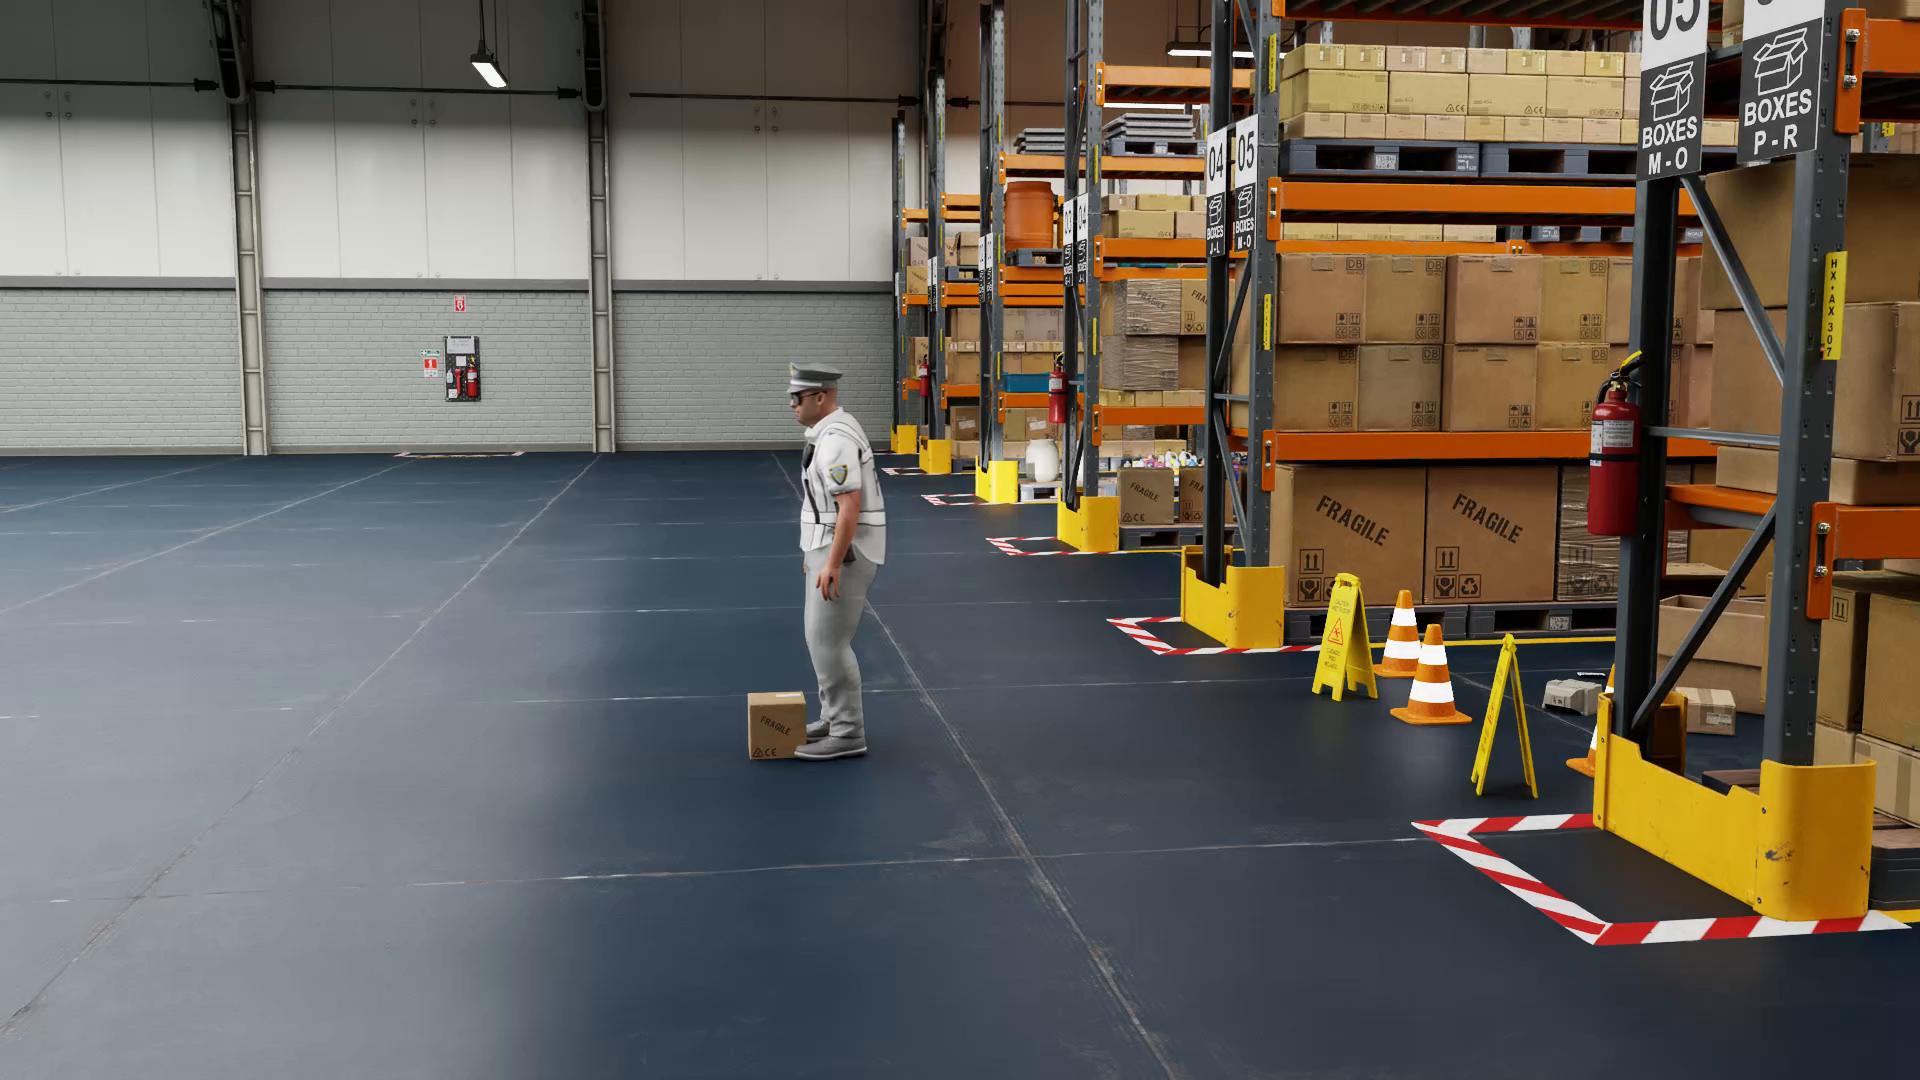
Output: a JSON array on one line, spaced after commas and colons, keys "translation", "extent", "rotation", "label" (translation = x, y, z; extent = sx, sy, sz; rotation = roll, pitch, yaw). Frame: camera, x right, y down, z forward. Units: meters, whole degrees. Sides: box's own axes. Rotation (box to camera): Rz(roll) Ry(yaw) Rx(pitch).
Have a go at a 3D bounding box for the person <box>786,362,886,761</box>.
[{"translation": [-0.556, 0.083, 7.442], "extent": [0.433, 1.748, 0.595], "rotation": [-1, 7, -10], "label": "person"}]
